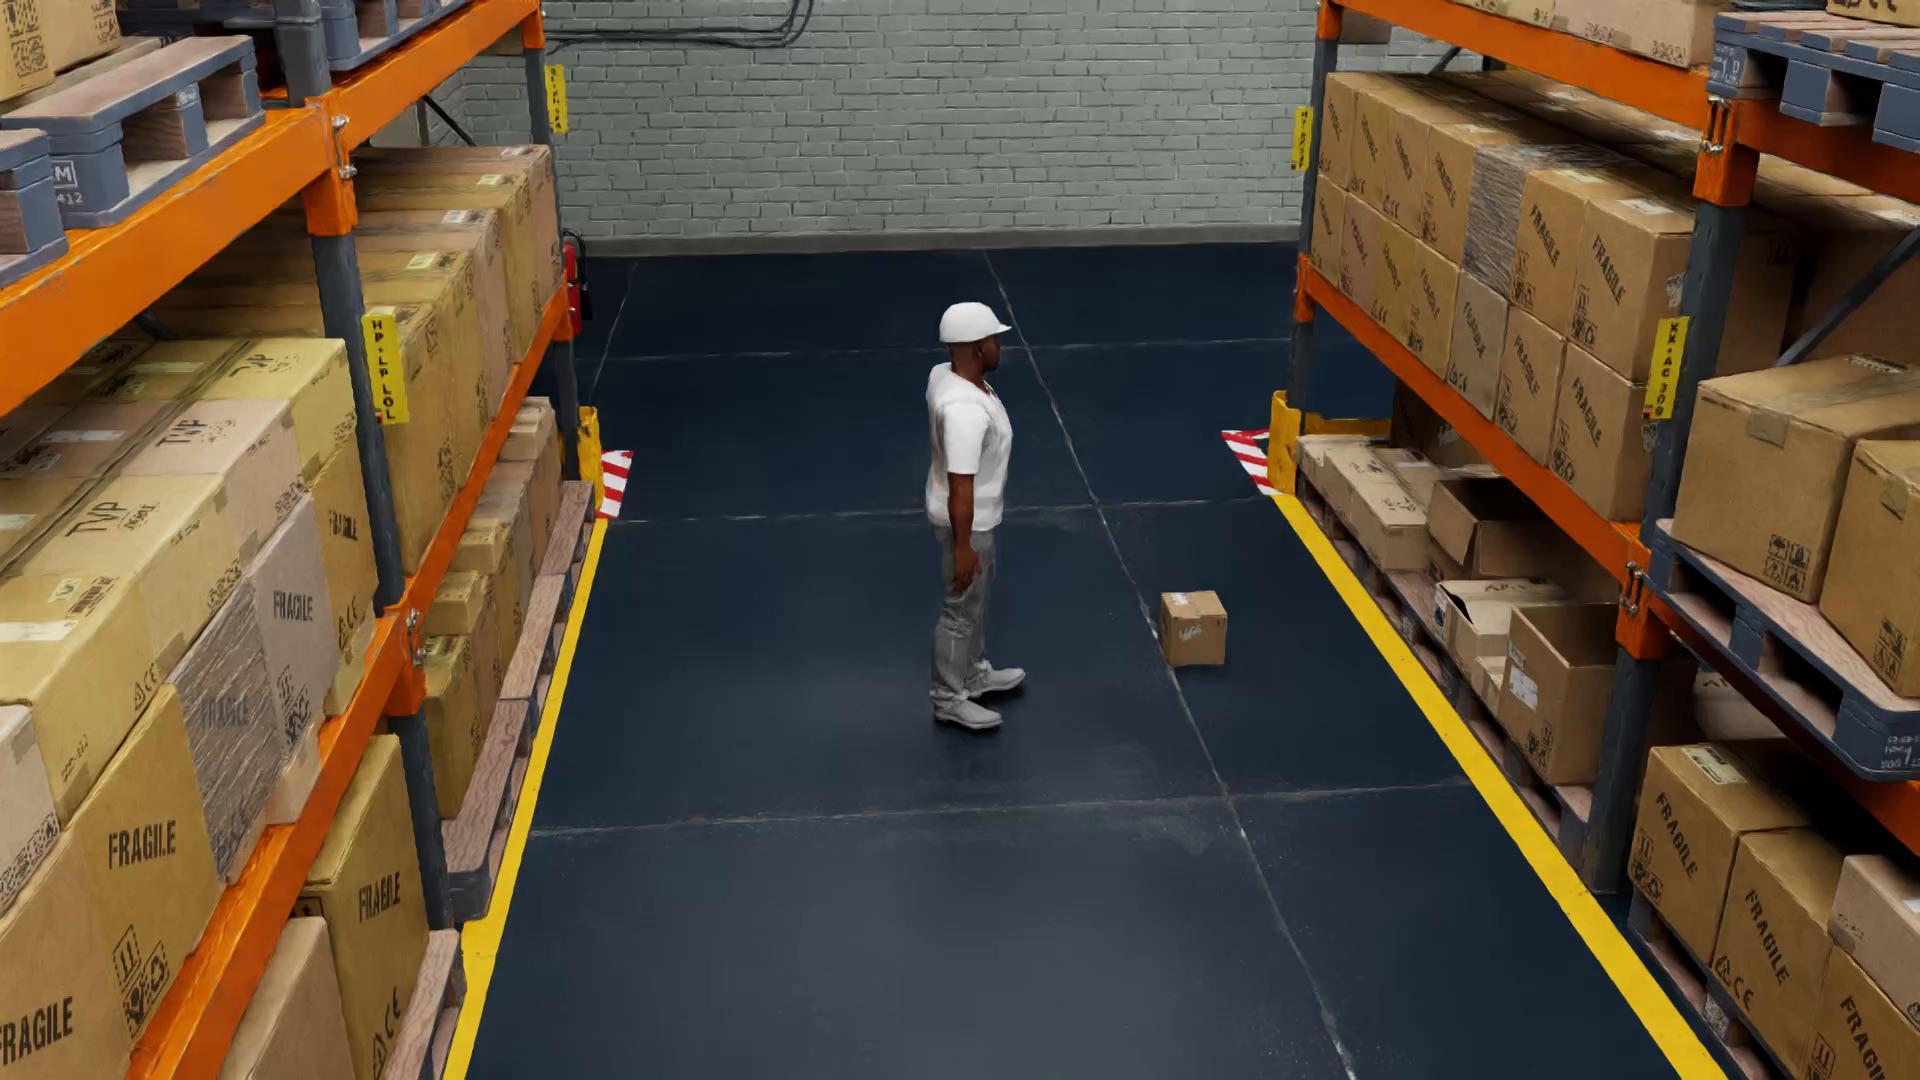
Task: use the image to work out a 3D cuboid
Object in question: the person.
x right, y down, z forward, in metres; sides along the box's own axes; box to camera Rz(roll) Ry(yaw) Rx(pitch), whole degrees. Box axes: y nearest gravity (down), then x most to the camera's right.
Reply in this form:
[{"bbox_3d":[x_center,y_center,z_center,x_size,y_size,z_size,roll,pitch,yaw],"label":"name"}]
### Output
[{"bbox_3d":[0.079,-0.093,6.738,0.440,1.767,0.678,-1,24,-3],"label":"person"}]
